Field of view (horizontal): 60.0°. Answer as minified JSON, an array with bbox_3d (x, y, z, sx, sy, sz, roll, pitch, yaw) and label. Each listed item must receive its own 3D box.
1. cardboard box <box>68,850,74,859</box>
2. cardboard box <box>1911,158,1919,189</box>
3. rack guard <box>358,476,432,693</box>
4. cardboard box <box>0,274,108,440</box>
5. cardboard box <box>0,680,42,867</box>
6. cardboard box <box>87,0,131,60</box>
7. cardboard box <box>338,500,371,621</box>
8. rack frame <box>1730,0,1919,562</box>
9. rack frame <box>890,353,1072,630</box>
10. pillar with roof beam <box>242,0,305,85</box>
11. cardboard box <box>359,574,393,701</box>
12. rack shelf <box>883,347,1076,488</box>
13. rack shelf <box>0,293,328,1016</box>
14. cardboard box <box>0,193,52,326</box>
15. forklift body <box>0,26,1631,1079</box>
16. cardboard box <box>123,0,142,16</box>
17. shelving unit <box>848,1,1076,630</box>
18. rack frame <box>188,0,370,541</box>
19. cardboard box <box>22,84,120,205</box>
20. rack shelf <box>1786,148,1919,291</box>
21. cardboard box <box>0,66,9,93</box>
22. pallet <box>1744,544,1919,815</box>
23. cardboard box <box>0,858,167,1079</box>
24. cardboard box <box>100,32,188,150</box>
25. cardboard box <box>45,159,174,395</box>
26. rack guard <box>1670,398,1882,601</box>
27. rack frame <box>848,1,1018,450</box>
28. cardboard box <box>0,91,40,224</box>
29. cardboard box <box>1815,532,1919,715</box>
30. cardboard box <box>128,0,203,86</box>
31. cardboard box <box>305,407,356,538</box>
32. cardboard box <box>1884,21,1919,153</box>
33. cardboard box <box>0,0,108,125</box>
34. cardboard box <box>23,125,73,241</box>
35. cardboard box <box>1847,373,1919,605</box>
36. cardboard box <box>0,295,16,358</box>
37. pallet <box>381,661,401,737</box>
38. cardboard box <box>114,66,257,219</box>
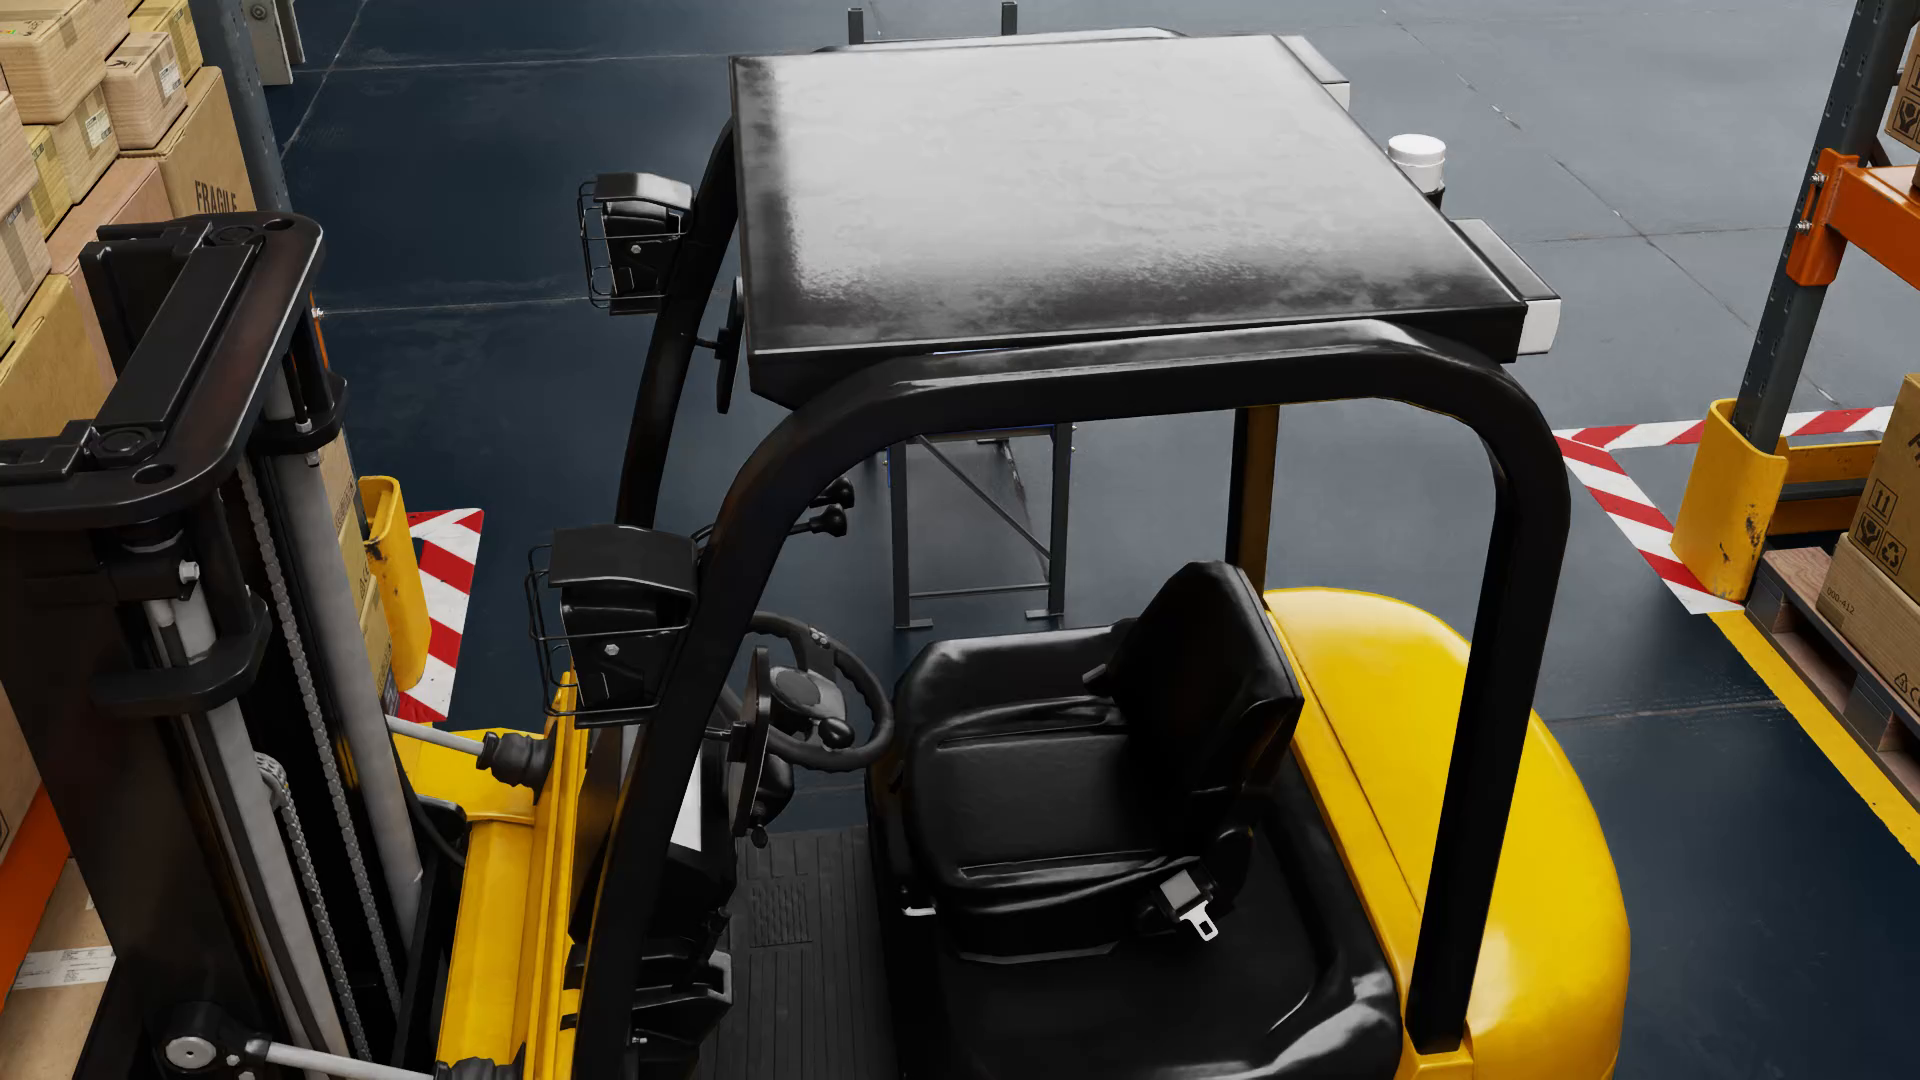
[{"bbox_3d":[-1.583,0.492,3.045,0.500,0.250,0.500,-4,34,-6],"label":"cardboard box"},{"bbox_3d":[2.653,-0.925,4.167,0.380,0.149,0.250,-4,35,-6],"label":"cardboard box"},{"bbox_3d":[-2.109,0.164,4.566,1.175,0.500,0.348,-4,35,-6],"label":"rack guard"},{"bbox_3d":[-1.650,-0.066,2.595,0.500,0.500,0.500,-5,35,-7],"label":"cardboard box"},{"bbox_3d":[-1.571,0.213,2.185,0.500,0.500,0.500,-4,34,-6],"label":"cardboard box"},{"bbox_3d":[-1.785,-0.969,3.079,0.380,0.149,0.250,-4,35,-6],"label":"cardboard box"},{"bbox_3d":[-1.731,0.148,3.994,0.500,0.250,0.500,-5,35,-7],"label":"cardboard box"},{"bbox_3d":[2.812,-1.234,4.397,1.000,3.000,0.127,-4,35,-6],"label":"rack frame"},{"bbox_3d":[0.057,-0.384,4.481,0.500,1.500,0.032,-4,35,-6],"label":"rack frame"},{"bbox_3d":[0.553,-6.552,6.874,9.100,9.000,0.400,-4,35,-6],"label":"pillar with roof beam"},{"bbox_3d":[-1.730,0.345,4.149,0.500,0.250,0.500,-4,34,-6],"label":"cardboard box"},{"bbox_3d":[-0.011,-0.519,4.999,0.538,0.185,1.000,-4,35,-6],"label":"rack shelf"},{"bbox_3d":[-1.837,0.557,2.407,1.077,0.370,4.000,-4,35,-6],"label":"rack shelf"},{"bbox_3d":[-1.639,-0.419,2.536,0.380,0.149,0.250,-5,35,-8],"label":"cardboard box"},{"bbox_3d":[-0.043,0.415,2.731,2.313,2.155,1.214,-4,35,-6],"label":"forklift body"},{"bbox_3d":[-1.849,-1.104,3.278,0.380,0.149,0.250,-4,35,-6],"label":"cardboard box"},{"bbox_3d":[-0.011,-0.667,4.897,0.538,1.500,1.048,-4,35,-6],"label":"shelving unit"},{"bbox_3d":[-2.106,-0.856,3.842,1.000,3.000,0.127,-4,35,-6],"label":"rack frame"},{"bbox_3d":[-1.744,-0.703,2.954,0.380,0.149,0.250,-4,34,-5],"label":"cardboard box"},{"bbox_3d":[3.081,0.179,2.962,1.077,0.370,4.000,-4,35,-6],"label":"rack shelf"},{"bbox_3d":[-1.763,-0.681,2.656,0.380,0.149,0.250,-4,34,-6],"label":"cardboard box"},{"bbox_3d":[2.896,0.417,4.451,1.003,0.211,1.213,-4,35,-6],"label":"pallet"},{"bbox_3d":[-1.522,0.776,2.629,0.500,0.250,0.500,-5,35,-7],"label":"cardboard box"},{"bbox_3d":[-1.718,-0.853,3.173,0.380,0.149,0.250,-4,34,-6],"label":"cardboard box"},{"bbox_3d":[-1.719,-0.352,3.015,0.500,0.500,0.500,-3,34,-5],"label":"cardboard box"},{"bbox_3d":[2.822,-0.159,5.039,1.175,0.500,0.348,-4,35,-6],"label":"rack guard"},{"bbox_3d":[-0.080,-0.951,5.314,0.500,1.500,0.032,-4,35,-6],"label":"rack frame"},{"bbox_3d":[-1.618,-0.544,2.455,0.380,0.149,0.250,-4,34,-5],"label":"cardboard box"},{"bbox_3d":[2.646,0.200,4.362,0.500,0.250,0.500,-5,35,-7],"label":"cardboard box"},{"bbox_3d":[-1.782,-0.993,3.379,0.380,0.149,0.250,-4,34,-6],"label":"cardboard box"},{"bbox_3d":[-1.735,-0.073,3.874,0.500,0.250,0.500,-3,34,-5],"label":"cardboard box"},{"bbox_3d":[2.601,-1.113,3.866,0.500,0.500,0.500,-5,35,-7],"label":"cardboard box"},{"bbox_3d":[-1.723,-0.825,2.868,0.380,0.149,0.250,-4,34,-5],"label":"cardboard box"},{"bbox_3d":[-1.722,-0.564,2.749,0.380,0.149,0.250,-5,35,-7],"label":"cardboard box"},{"bbox_3d":[2.650,-0.097,4.131,0.500,0.500,0.500,-5,35,-8],"label":"cardboard box"},{"bbox_3d":[-1.585,-0.279,2.331,0.380,0.149,0.250,-4,34,-6],"label":"cardboard box"},{"bbox_3d":[-1.962,0.720,4.006,1.003,0.211,1.213,-4,35,-6],"label":"pallet"},{"bbox_3d":[-1.780,-0.643,3.440,0.500,0.500,0.500,-5,35,-7],"label":"cardboard box"}]
